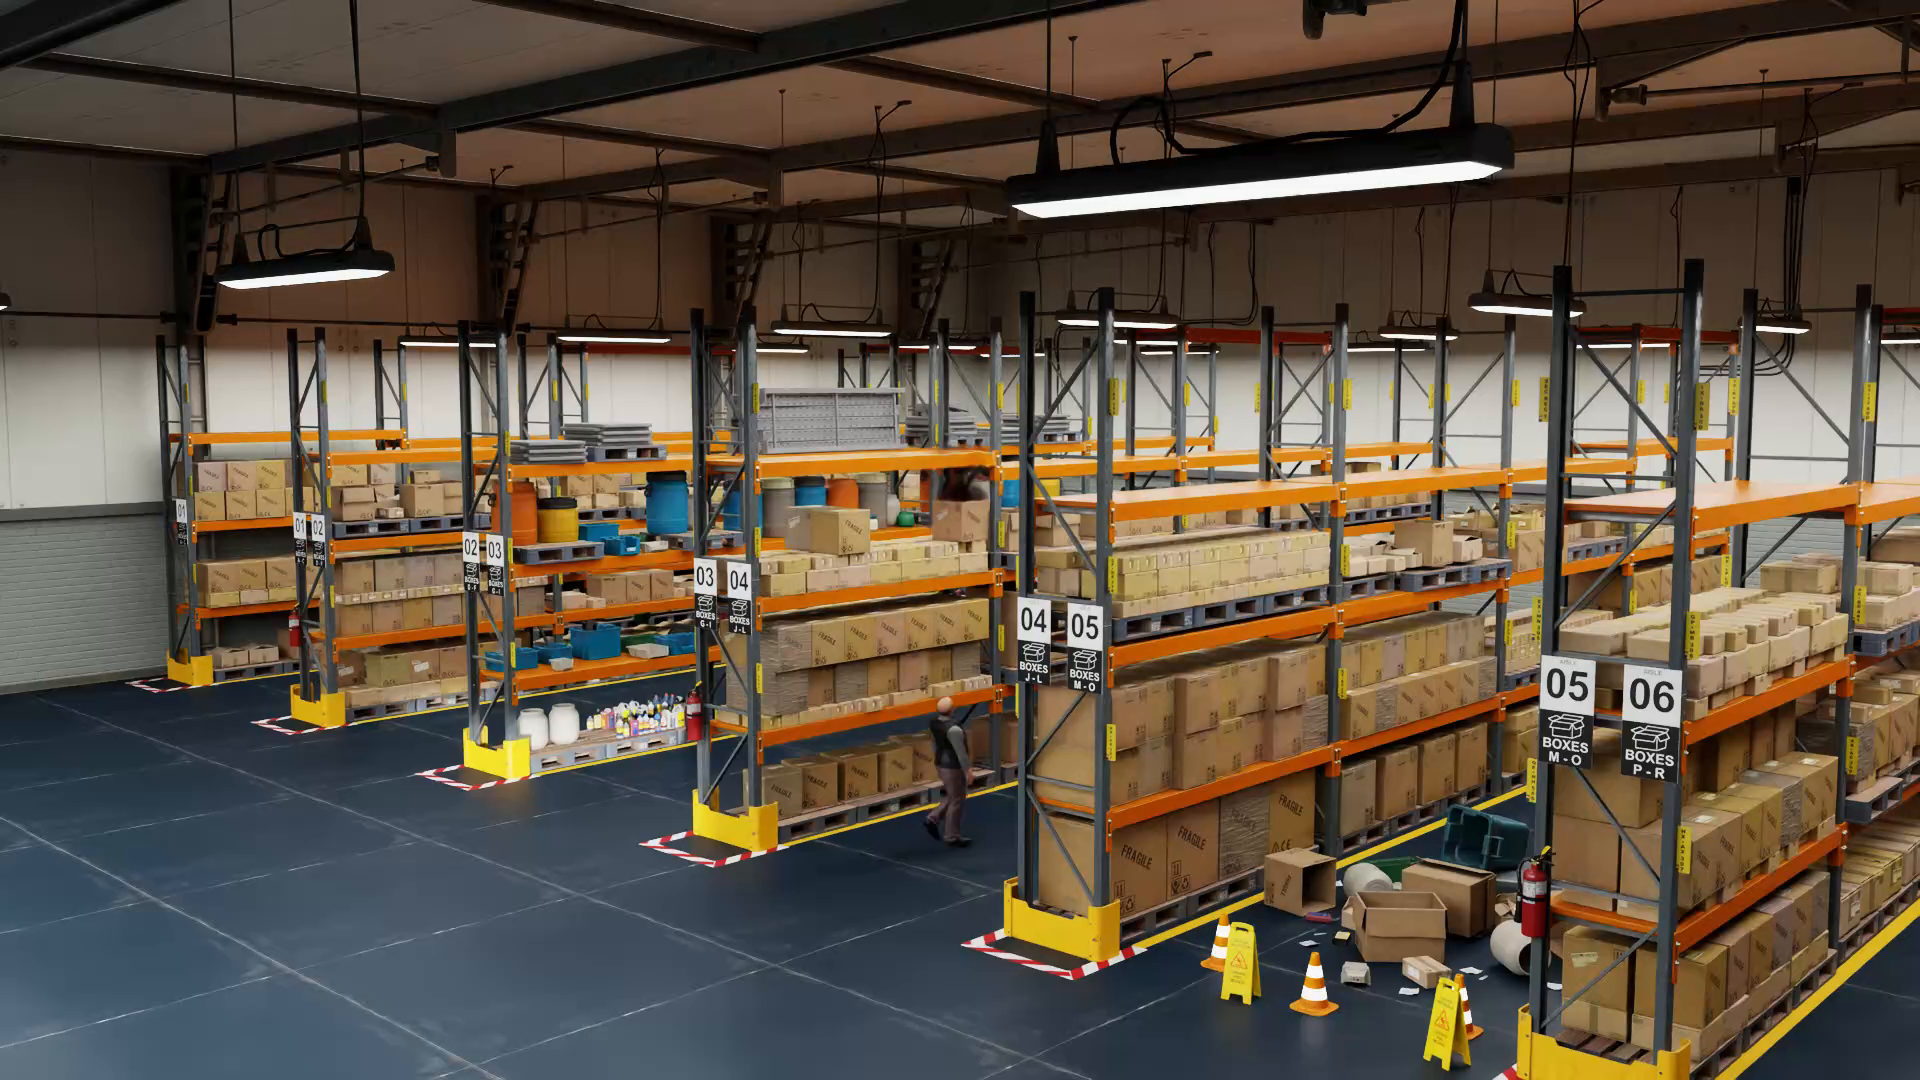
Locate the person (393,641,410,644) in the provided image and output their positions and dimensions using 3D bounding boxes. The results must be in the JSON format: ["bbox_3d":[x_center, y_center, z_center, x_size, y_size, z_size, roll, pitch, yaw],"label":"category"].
[{"bbox_3d":[-10.118,1.473,29.754,0.481,1.767,0.529,-1,6,-15],"label":"person"}]

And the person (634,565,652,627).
[{"bbox_3d":[-6.140,1.234,32.353,0.448,1.795,0.569,5,7,43],"label":"person"}]

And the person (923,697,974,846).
[{"bbox_3d":[-0.122,2.568,18.512,0.531,1.695,0.536,-1,6,-15],"label":"person"}]
